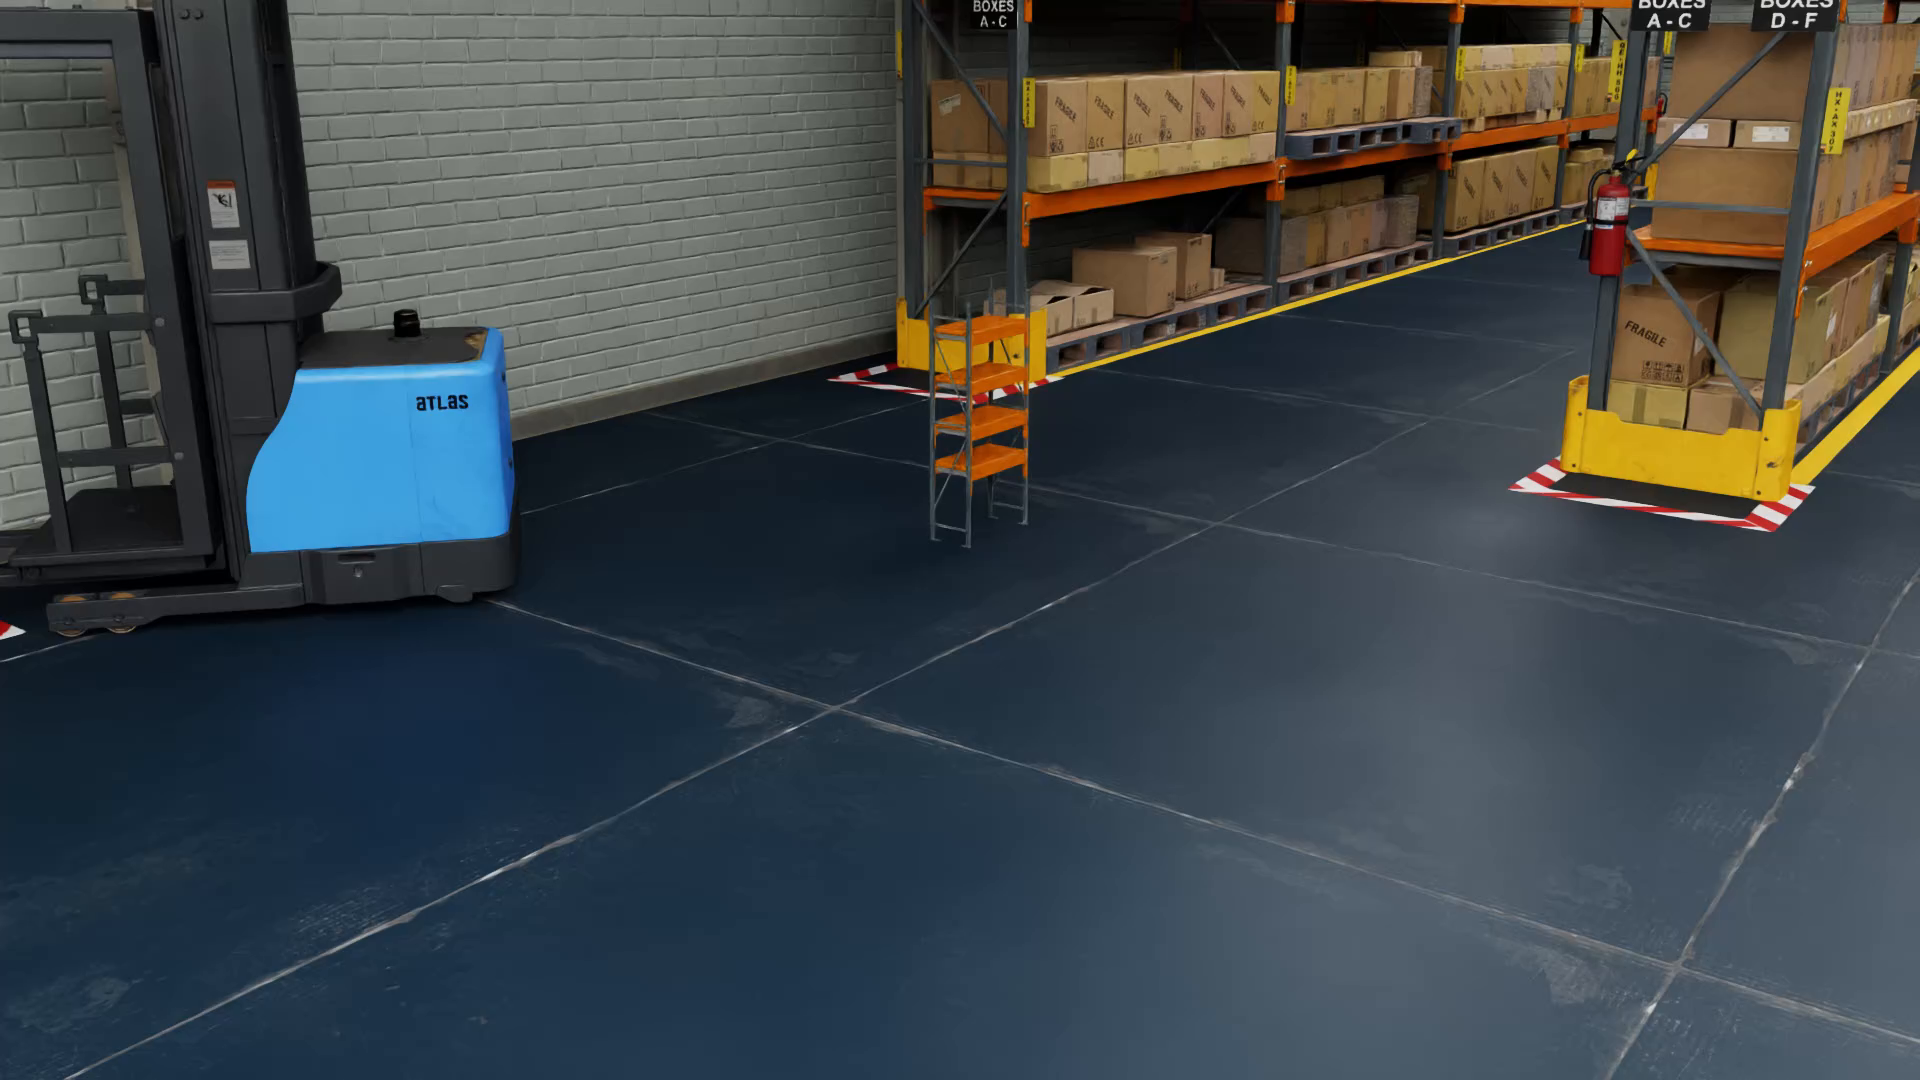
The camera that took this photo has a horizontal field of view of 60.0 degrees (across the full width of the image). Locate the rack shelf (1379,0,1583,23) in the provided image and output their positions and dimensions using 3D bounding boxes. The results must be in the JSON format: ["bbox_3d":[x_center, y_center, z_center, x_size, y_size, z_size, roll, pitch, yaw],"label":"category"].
[{"bbox_3d":[5.987,-6.124,19.063,1.077,0.370,4.000,12,21,35],"label":"rack shelf"}]

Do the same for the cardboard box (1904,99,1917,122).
[{"bbox_3d":[6.402,-2.987,11.542,0.380,0.149,0.250,12,21,35],"label":"cardboard box"}]

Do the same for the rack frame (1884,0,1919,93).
[{"bbox_3d":[8.776,-3.685,15.051,1.000,3.000,0.127,12,21,35],"label":"rack frame"}]

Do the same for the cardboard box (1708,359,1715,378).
[{"bbox_3d":[4.380,-0.968,10.231,0.500,0.250,0.500,12,21,35],"label":"cardboard box"}]

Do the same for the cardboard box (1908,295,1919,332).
[{"bbox_3d":[7.137,-1.793,12.889,0.500,0.250,0.500,13,22,36],"label":"cardboard box"}]

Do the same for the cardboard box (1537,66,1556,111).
[{"bbox_3d":[6.810,-5.433,19.979,0.500,0.500,0.500,13,21,35],"label":"cardboard box"}]

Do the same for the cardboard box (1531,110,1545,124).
[{"bbox_3d":[6.772,-5.080,19.933,0.380,0.149,0.250,12,21,35],"label":"cardboard box"}]

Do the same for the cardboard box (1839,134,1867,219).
[{"bbox_3d":[5.218,-2.305,10.440,0.700,0.500,0.500,13,22,36],"label":"cardboard box"}]

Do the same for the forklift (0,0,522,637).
[{"bbox_3d":[-3.545,-1.168,7.061,3.031,2.935,1.130,-4,18,-12],"label":"forklift"}]

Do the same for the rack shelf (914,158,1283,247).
[{"bbox_3d":[1.220,-2.787,13.372,1.077,0.370,4.000,12,21,35],"label":"rack shelf"}]

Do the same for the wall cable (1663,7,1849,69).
[{"bbox_3d":[13.219,-9.131,27.708,3.097,2.526,0.112,12,21,35],"label":"wall cable"}]

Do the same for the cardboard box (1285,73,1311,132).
[{"bbox_3d":[2.742,-3.979,15.090,0.700,0.500,0.500,12,21,35],"label":"cardboard box"}]

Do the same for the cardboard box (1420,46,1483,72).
[{"bbox_3d":[5.290,-5.186,17.918,0.500,0.250,0.500,13,22,36],"label":"cardboard box"}]

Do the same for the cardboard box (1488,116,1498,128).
[{"bbox_3d":[5.922,-4.798,19.025,0.380,0.149,0.250,13,21,36],"label":"cardboard box"}]

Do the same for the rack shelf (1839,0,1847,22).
[{"bbox_3d":[5.201,-3.345,10.111,1.077,0.370,4.000,12,21,35],"label":"rack shelf"}]

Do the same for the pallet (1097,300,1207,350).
[{"bbox_3d":[1.314,-1.817,13.738,1.003,0.211,1.213,12,21,35],"label":"pallet"}]

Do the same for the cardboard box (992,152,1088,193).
[{"bbox_3d":[0.574,-2.652,11.944,0.500,0.250,0.500,12,21,33],"label":"cardboard box"}]

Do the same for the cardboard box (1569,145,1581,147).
[{"bbox_3d":[8.234,-5.299,22.664,0.380,0.149,0.250,12,21,34],"label":"cardboard box"}]

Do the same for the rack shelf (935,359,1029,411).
[{"bbox_3d":[0.099,-0.762,8.146,0.258,0.148,0.480,12,21,35],"label":"rack shelf"}]

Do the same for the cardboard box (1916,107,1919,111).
[{"bbox_3d":[7.475,-3.205,13.336,0.500,0.500,0.500,12,21,35],"label":"cardboard box"}]

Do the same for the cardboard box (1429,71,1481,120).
[{"bbox_3d":[5.290,-4.829,18.032,0.500,0.500,0.500,13,22,36],"label":"cardboard box"}]

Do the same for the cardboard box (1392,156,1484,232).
[{"bbox_3d":[5.339,-3.885,18.613,0.750,0.750,0.750,12,21,34],"label":"cardboard box"}]

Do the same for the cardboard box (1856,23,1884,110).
[{"bbox_3d":[5.236,-2.934,10.277,0.700,0.500,0.500,12,21,35],"label":"cardboard box"}]

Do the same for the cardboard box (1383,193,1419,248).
[{"bbox_3d":[4.408,-3.395,17.591,0.700,0.500,0.500,13,21,35],"label":"cardboard box"}]

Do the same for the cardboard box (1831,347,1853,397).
[{"bbox_3d":[5.402,-1.112,10.695,0.500,0.250,0.500,12,21,35],"label":"cardboard box"}]

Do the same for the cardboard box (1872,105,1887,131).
[{"bbox_3d":[5.645,-2.685,10.569,0.380,0.149,0.250,13,22,36],"label":"cardboard box"}]

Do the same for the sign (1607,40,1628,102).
[{"bbox_3d":[3.582,-2.545,9.028,0.100,0.325,0.005,12,21,35],"label":"sign"}]

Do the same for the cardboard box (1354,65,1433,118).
[{"bbox_3d":[4.523,-4.703,17.421,0.700,0.500,0.500,10,20,28],"label":"cardboard box"}]

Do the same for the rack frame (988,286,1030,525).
[{"bbox_3d":[0.244,-0.671,8.380,0.240,1.200,0.015,12,21,35],"label":"rack frame"}]

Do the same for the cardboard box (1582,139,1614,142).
[{"bbox_3d":[9.139,-5.662,23.831,0.380,0.149,0.250,13,21,35],"label":"cardboard box"}]

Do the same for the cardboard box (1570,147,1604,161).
[{"bbox_3d":[8.368,-5.162,22.222,0.380,0.149,0.250,12,21,33],"label":"cardboard box"}]

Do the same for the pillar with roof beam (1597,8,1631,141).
[{"bbox_3d":[13.933,-9.365,23.227,9.100,9.000,0.400,12,21,35],"label":"pillar with roof beam"}]

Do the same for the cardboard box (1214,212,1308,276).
[{"bbox_3d":[2.837,-2.801,15.679,0.700,0.500,0.500,13,22,37],"label":"cardboard box"}]

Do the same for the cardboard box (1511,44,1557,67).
[{"bbox_3d":[6.793,-5.793,19.871,0.500,0.250,0.500,13,21,36],"label":"cardboard box"}]

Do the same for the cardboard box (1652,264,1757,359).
[{"bbox_3d":[4.674,-1.446,10.506,0.500,0.500,0.500,12,21,35],"label":"cardboard box"}]

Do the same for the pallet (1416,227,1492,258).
[{"bbox_3d":[5.325,-3.402,18.843,1.003,0.211,1.213,12,21,35],"label":"pallet"}]

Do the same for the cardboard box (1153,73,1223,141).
[{"bbox_3d":[1.777,-3.497,13.403,0.500,0.500,0.500,12,21,33],"label":"cardboard box"}]

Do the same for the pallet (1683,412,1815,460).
[{"bbox_3d":[4.431,-0.637,9.939,1.003,0.211,1.213,12,21,35],"label":"pallet"}]

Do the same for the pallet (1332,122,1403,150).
[{"bbox_3d":[3.649,-3.989,16.354,1.003,0.211,1.213,12,21,35],"label":"pallet"}]

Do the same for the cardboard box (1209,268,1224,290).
[{"bbox_3d":[2.117,-2.331,14.727,0.380,0.166,0.250,9,20,28],"label":"cardboard box"}]

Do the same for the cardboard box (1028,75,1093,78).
[{"bbox_3d":[0.751,-3.342,12.901,0.500,0.500,0.500,12,21,33],"label":"cardboard box"}]

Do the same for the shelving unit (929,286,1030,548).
[{"bbox_3d":[0.099,-0.612,8.193,0.258,1.200,0.503,12,21,35],"label":"shelving unit"}]

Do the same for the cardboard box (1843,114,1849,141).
[{"bbox_3d":[4.873,-2.374,9.570,0.380,0.149,0.250,12,21,34],"label":"cardboard box"}]

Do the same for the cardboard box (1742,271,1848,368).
[{"bbox_3d":[5.091,-1.354,10.210,0.500,0.500,0.500,12,21,35],"label":"cardboard box"}]

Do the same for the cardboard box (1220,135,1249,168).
[{"bbox_3d":[2.070,-3.261,13.905,0.500,0.250,0.500,13,21,35],"label":"cardboard box"}]

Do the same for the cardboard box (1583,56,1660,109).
[{"bbox_3d":[9.266,-6.485,23.562,0.980,0.700,0.700,14,22,37],"label":"cardboard box"}]

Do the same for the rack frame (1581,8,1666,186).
[{"bbox_3d":[9.562,-6.465,24.003,1.000,3.000,0.127,12,21,35],"label":"rack frame"}]

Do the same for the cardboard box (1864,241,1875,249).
[{"bbox_3d":[7.310,-2.397,13.887,0.500,0.311,0.500,12,21,34],"label":"cardboard box"}]

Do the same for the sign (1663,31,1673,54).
[{"bbox_3d":[9.989,-7.031,23.477,0.100,0.325,0.005,12,21,35],"label":"sign"}]

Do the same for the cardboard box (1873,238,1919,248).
[{"bbox_3d":[7.754,-2.308,13.601,0.500,0.311,0.500,13,22,36],"label":"cardboard box"}]
